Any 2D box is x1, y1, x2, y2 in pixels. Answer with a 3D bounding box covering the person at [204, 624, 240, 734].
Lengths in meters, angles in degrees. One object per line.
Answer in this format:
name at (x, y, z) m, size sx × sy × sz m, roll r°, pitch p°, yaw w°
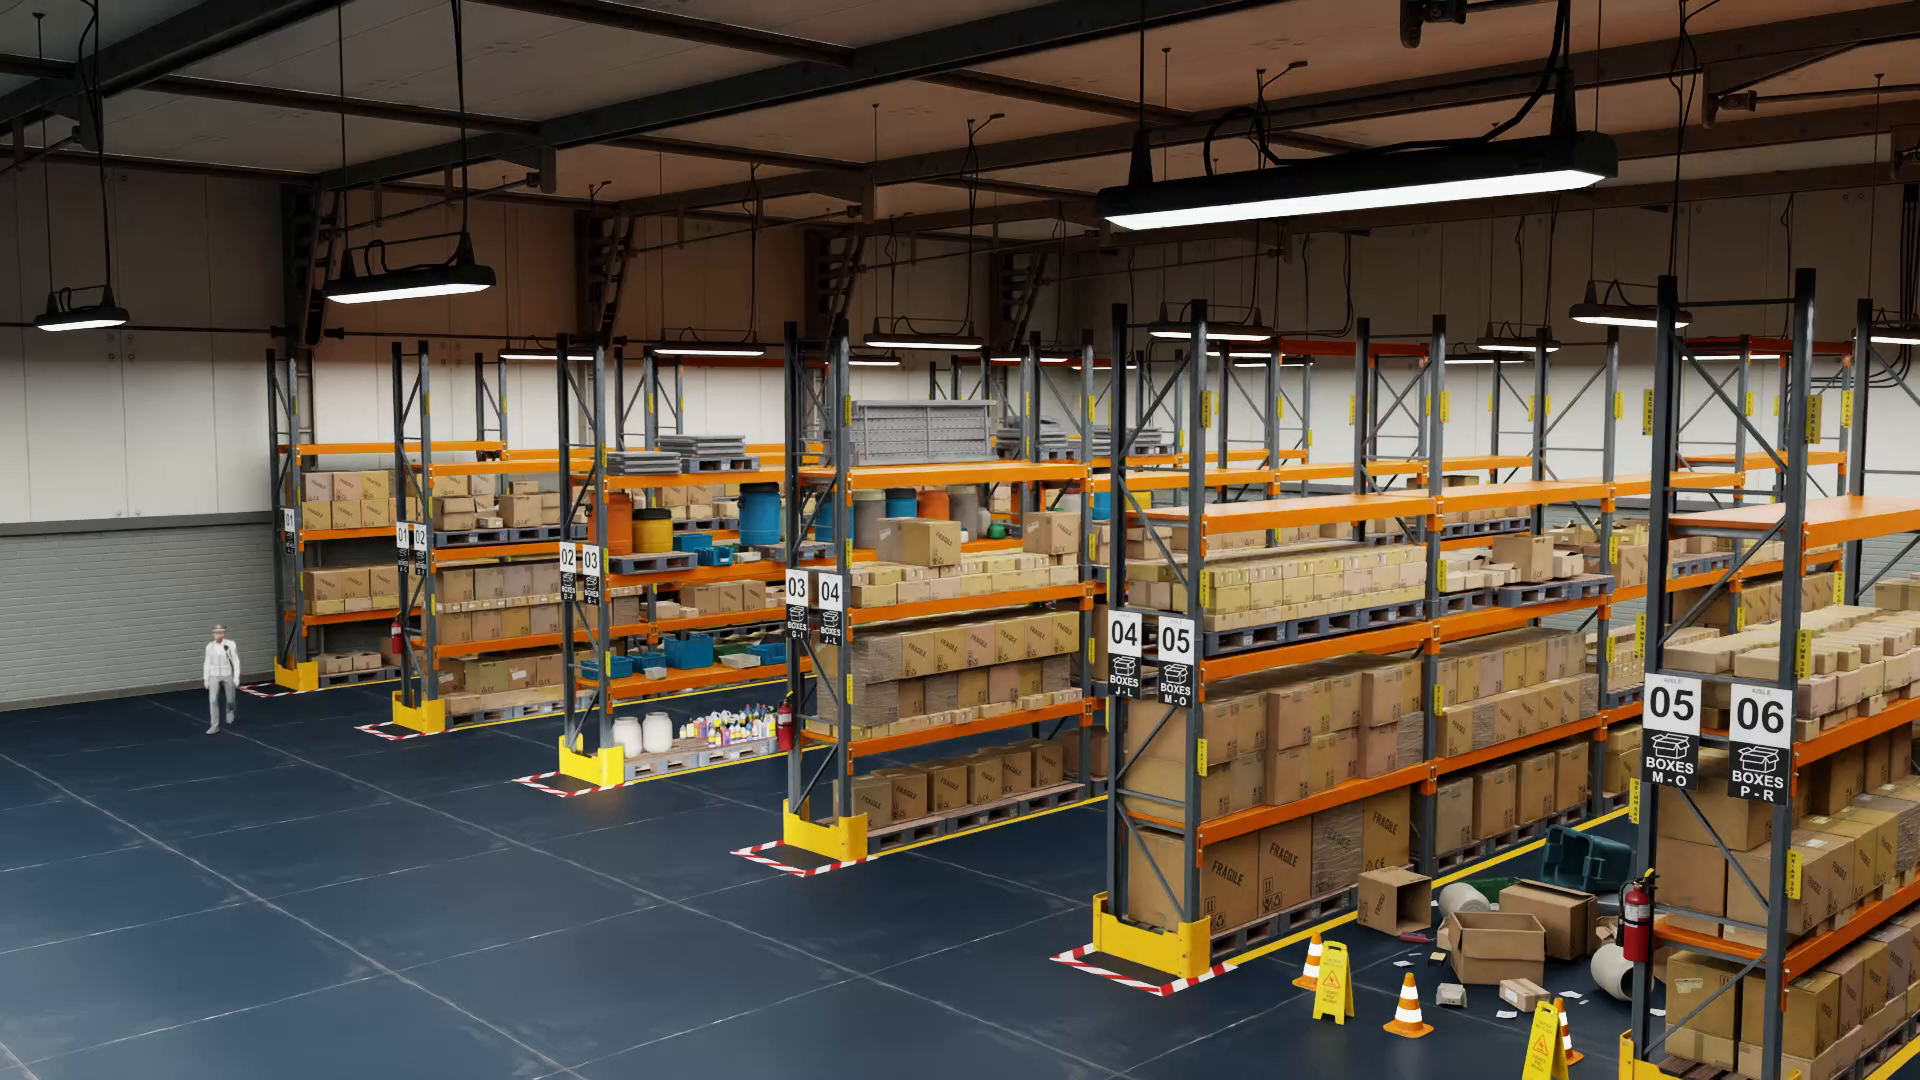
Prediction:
person at (-11.389, 2.108, 25.660) m, size 0.529 × 1.649 × 0.768 m, roll -1°, pitch 5°, yaw -12°
